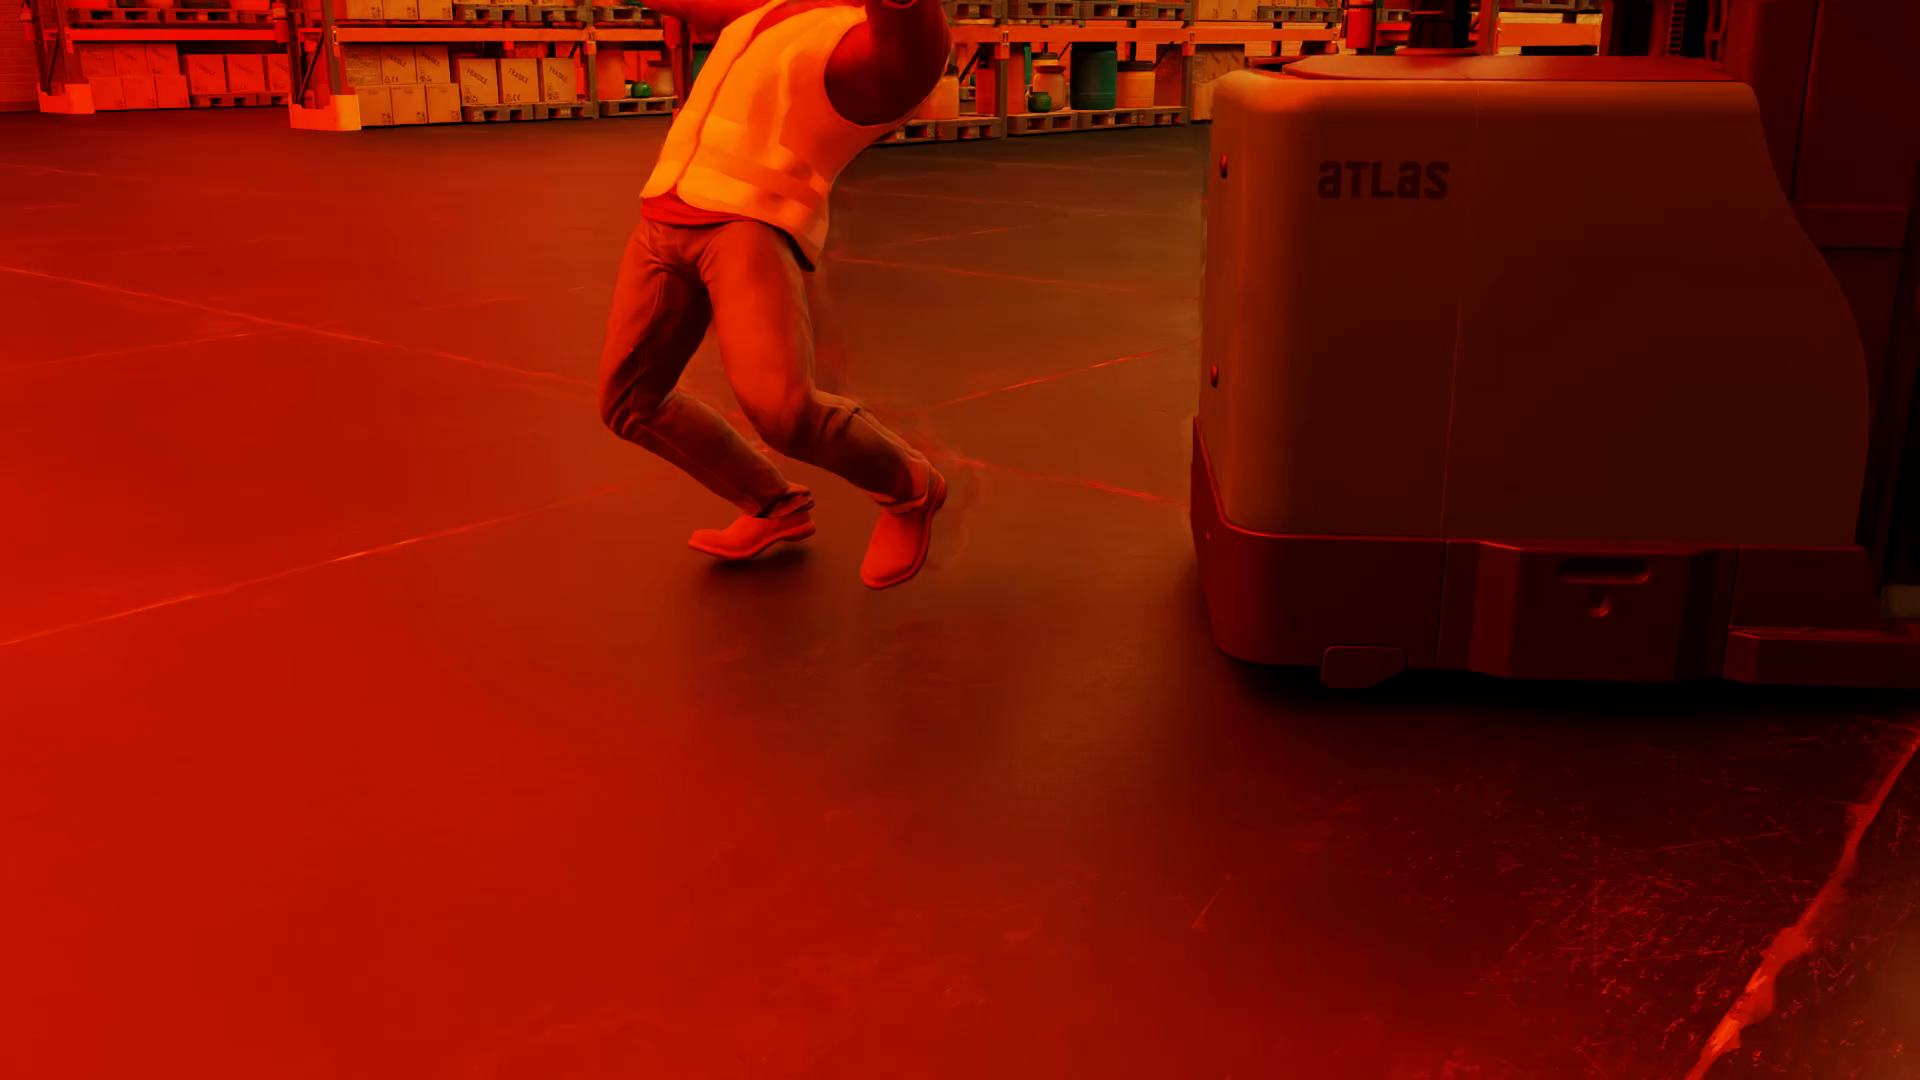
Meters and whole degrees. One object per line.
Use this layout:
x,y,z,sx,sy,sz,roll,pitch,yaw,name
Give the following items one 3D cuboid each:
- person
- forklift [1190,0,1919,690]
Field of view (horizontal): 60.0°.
-0.437,-0.750,3.566,1.085,1.628,0.707,16,23,42,person
2.012,-1.230,2.948,3.031,2.935,1.130,1,17,4,forklift
